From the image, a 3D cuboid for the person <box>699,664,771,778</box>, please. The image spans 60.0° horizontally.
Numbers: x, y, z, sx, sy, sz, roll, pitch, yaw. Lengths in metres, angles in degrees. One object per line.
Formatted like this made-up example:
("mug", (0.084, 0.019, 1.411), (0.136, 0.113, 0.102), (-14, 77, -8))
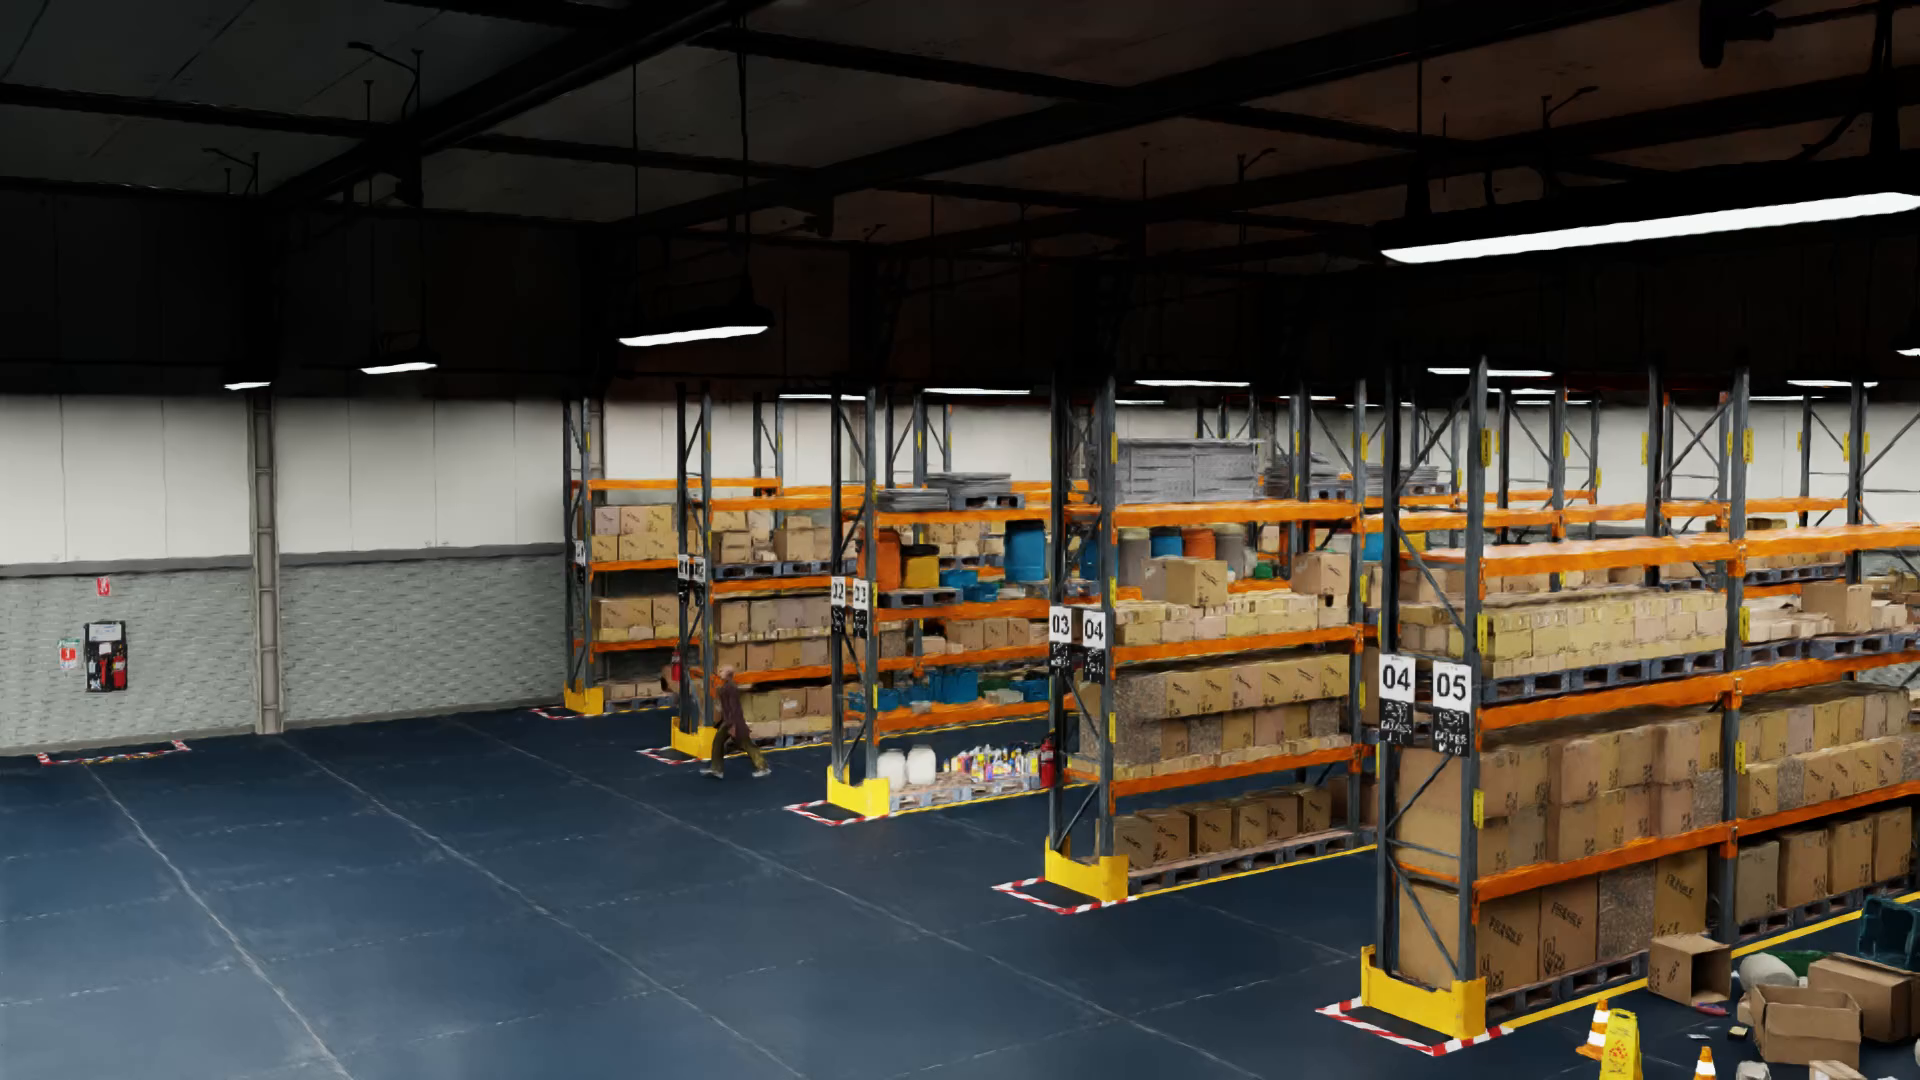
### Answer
("person", (-3.365, 2.710, 24.867), (1.045, 1.722, 0.634), (-1, 4, -15))
